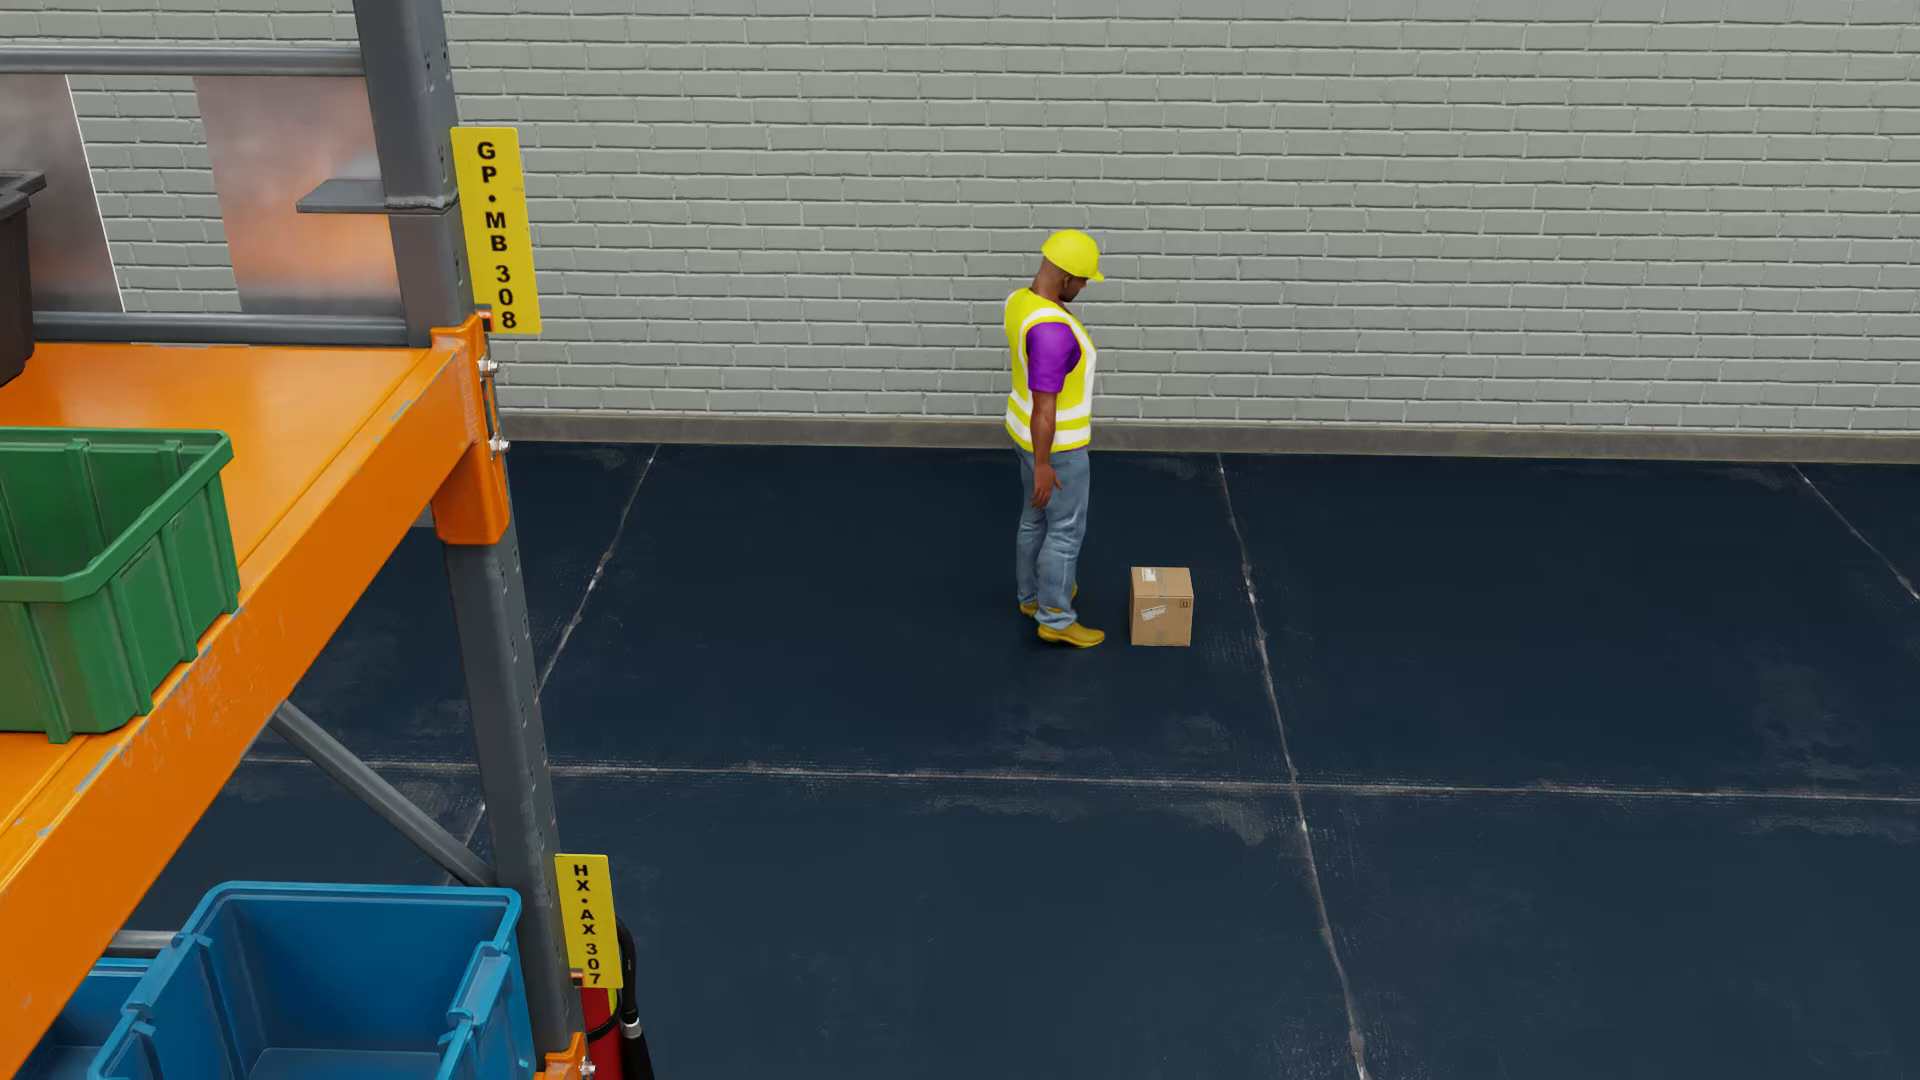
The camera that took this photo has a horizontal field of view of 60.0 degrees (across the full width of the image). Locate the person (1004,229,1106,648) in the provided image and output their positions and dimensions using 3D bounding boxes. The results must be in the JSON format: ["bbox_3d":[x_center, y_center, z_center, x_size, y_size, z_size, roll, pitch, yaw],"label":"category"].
[{"bbox_3d":[0.388,-0.416,6.876,0.408,1.802,0.701,-7,29,-13],"label":"person"}]
